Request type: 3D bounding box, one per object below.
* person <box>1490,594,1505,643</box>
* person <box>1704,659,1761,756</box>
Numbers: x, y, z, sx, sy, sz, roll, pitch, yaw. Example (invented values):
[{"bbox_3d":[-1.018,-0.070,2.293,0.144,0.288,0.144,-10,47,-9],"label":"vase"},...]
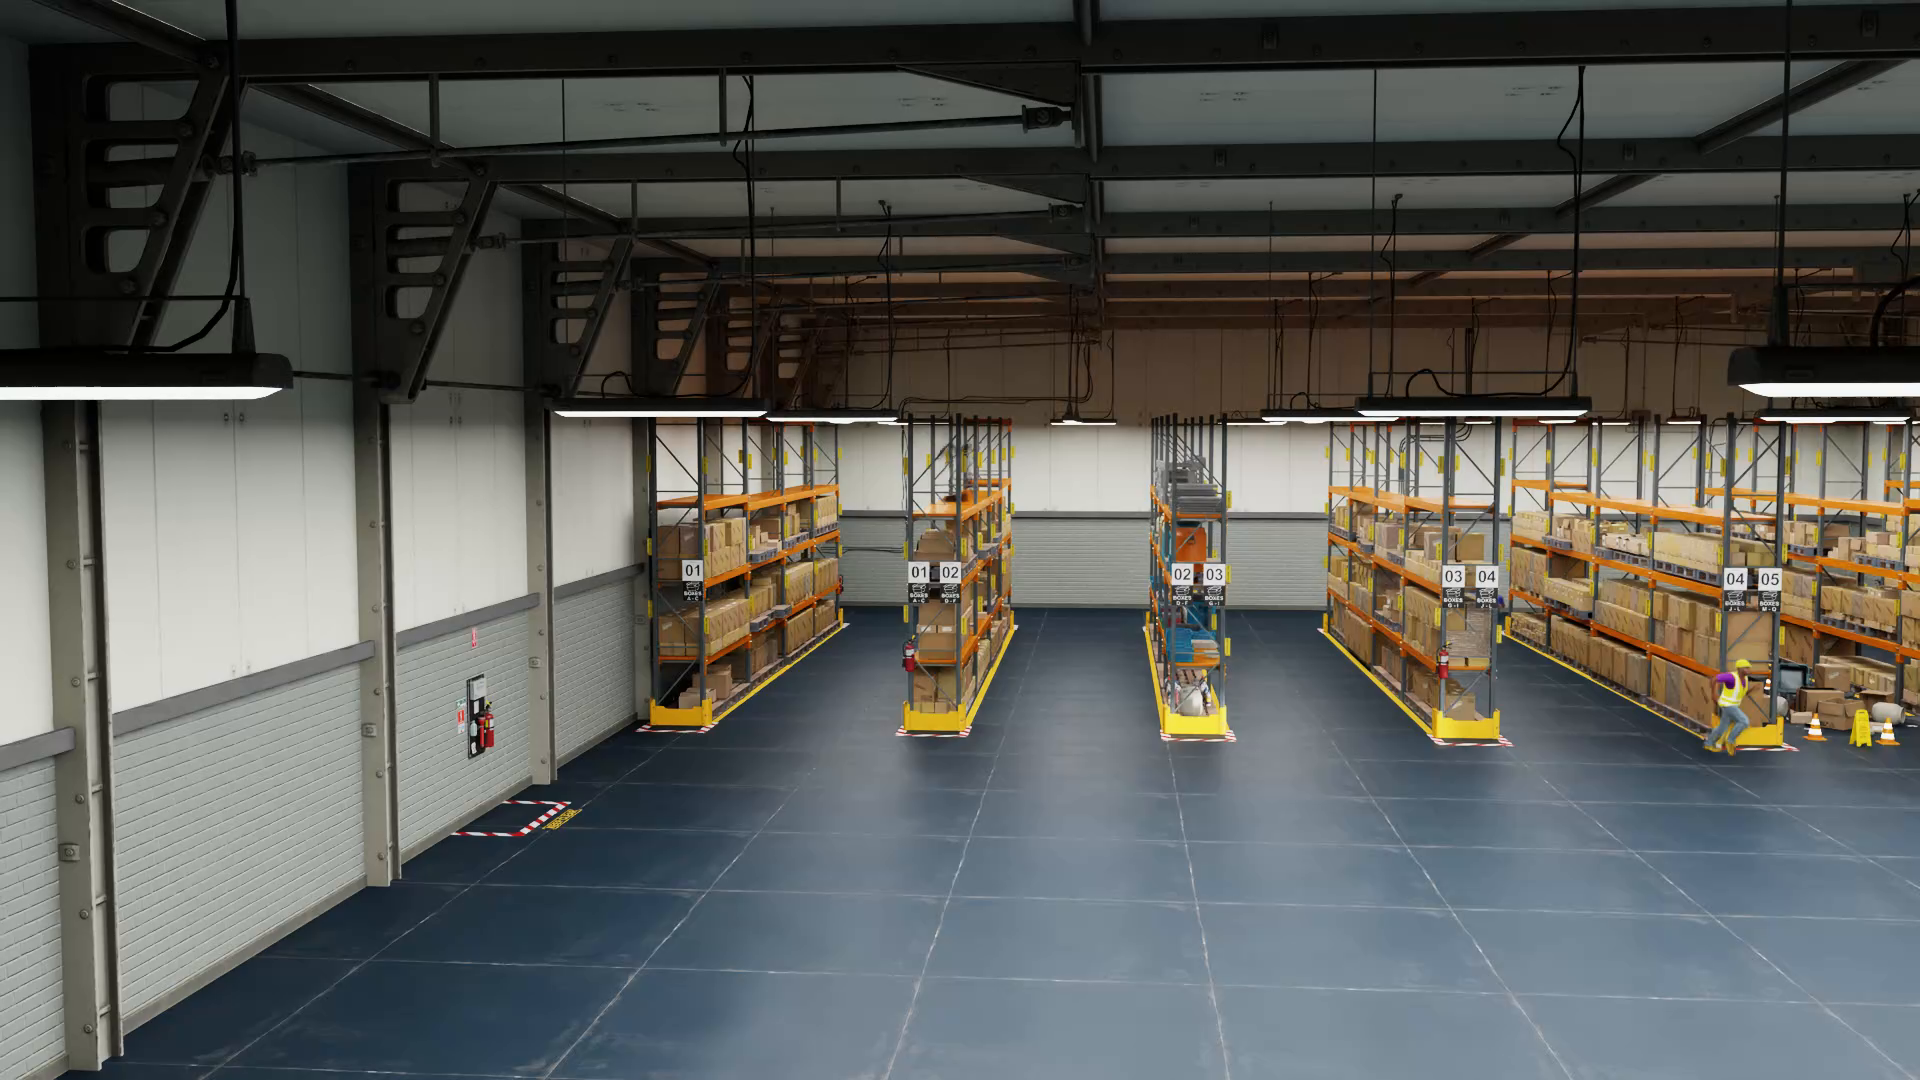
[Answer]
[{"bbox_3d":[13.848,2.002,43.170,0.565,1.667,0.870,1,4,10],"label":"person"},{"bbox_3d":[13.441,2.903,28.983,0.901,1.692,0.682,4,5,44],"label":"person"}]
